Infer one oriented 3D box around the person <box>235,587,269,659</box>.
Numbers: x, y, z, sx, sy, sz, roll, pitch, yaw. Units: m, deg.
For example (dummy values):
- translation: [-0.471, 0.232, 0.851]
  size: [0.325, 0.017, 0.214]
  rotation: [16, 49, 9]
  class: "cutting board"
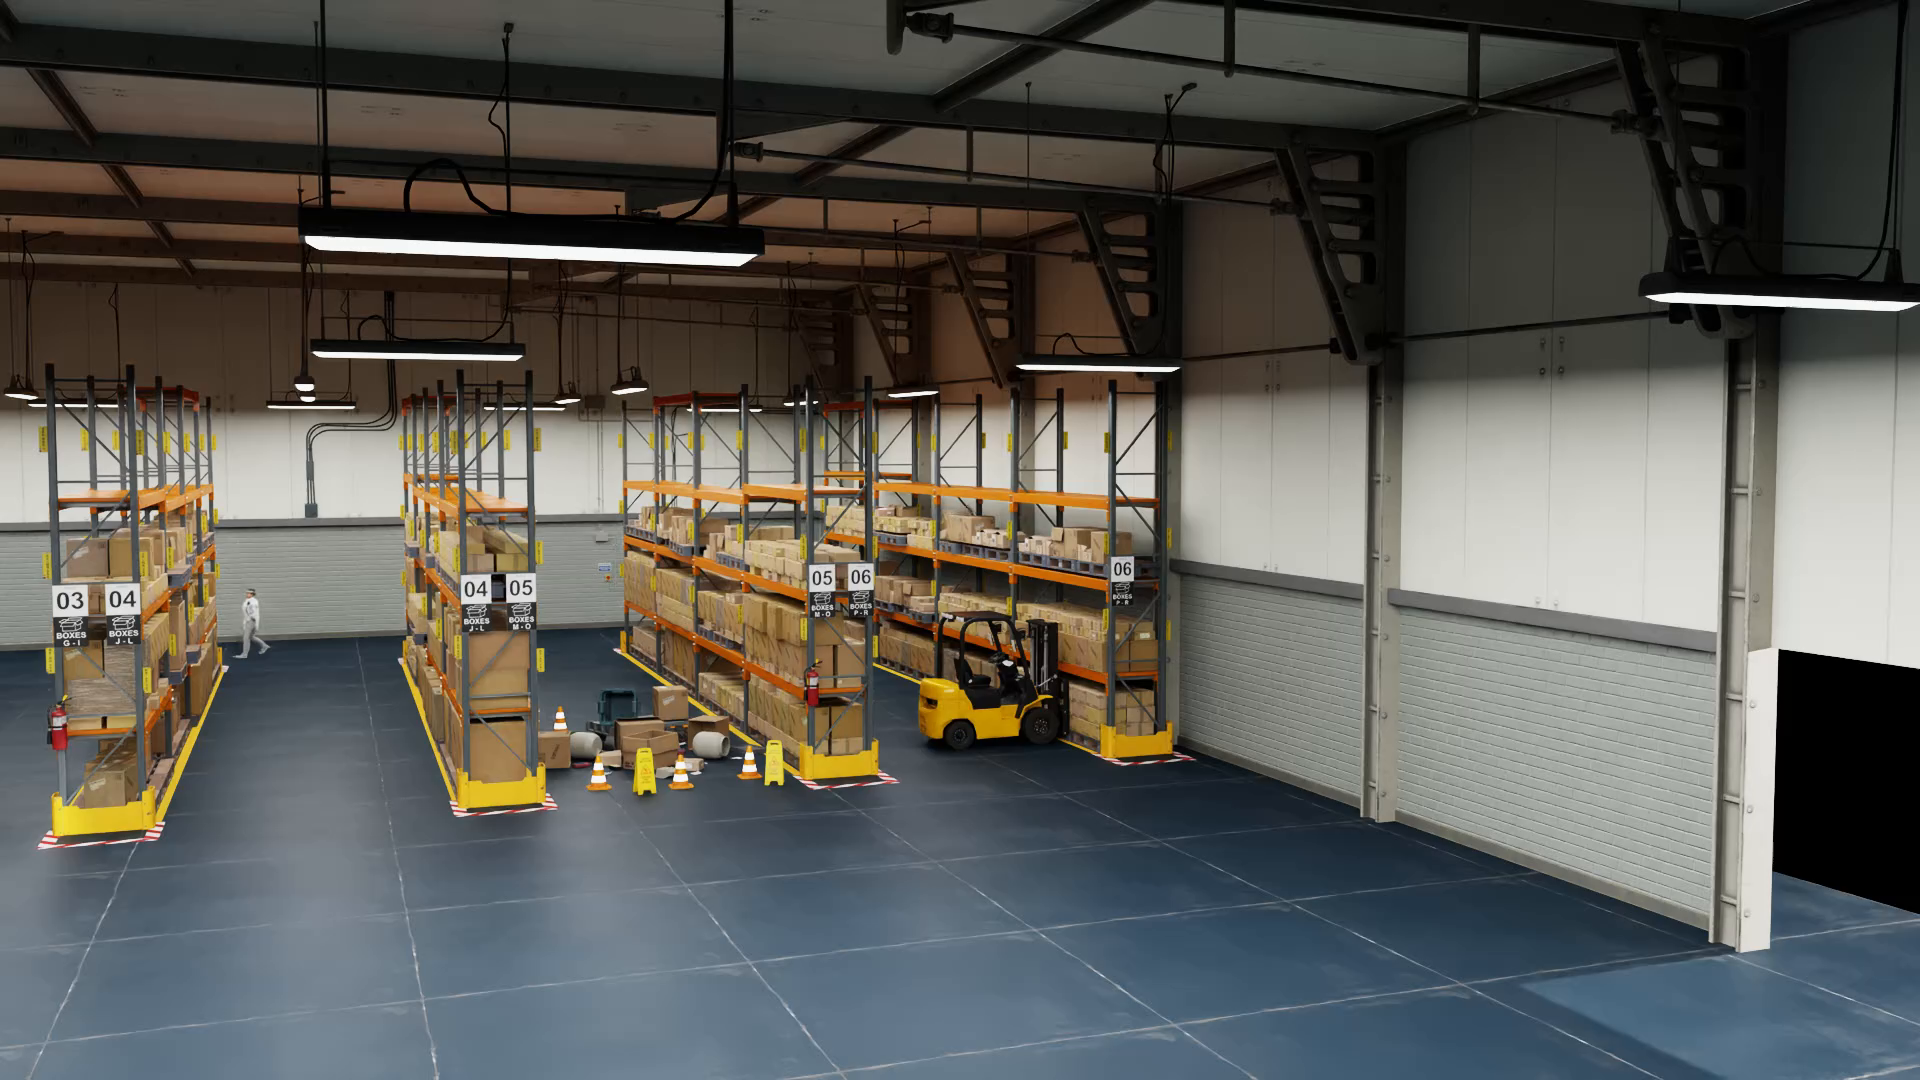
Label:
- translation: [-16.495, 1.912, 38.727]
  size: [0.496, 1.645, 0.870]
  rotation: [3, 5, 44]
  class: "person"
